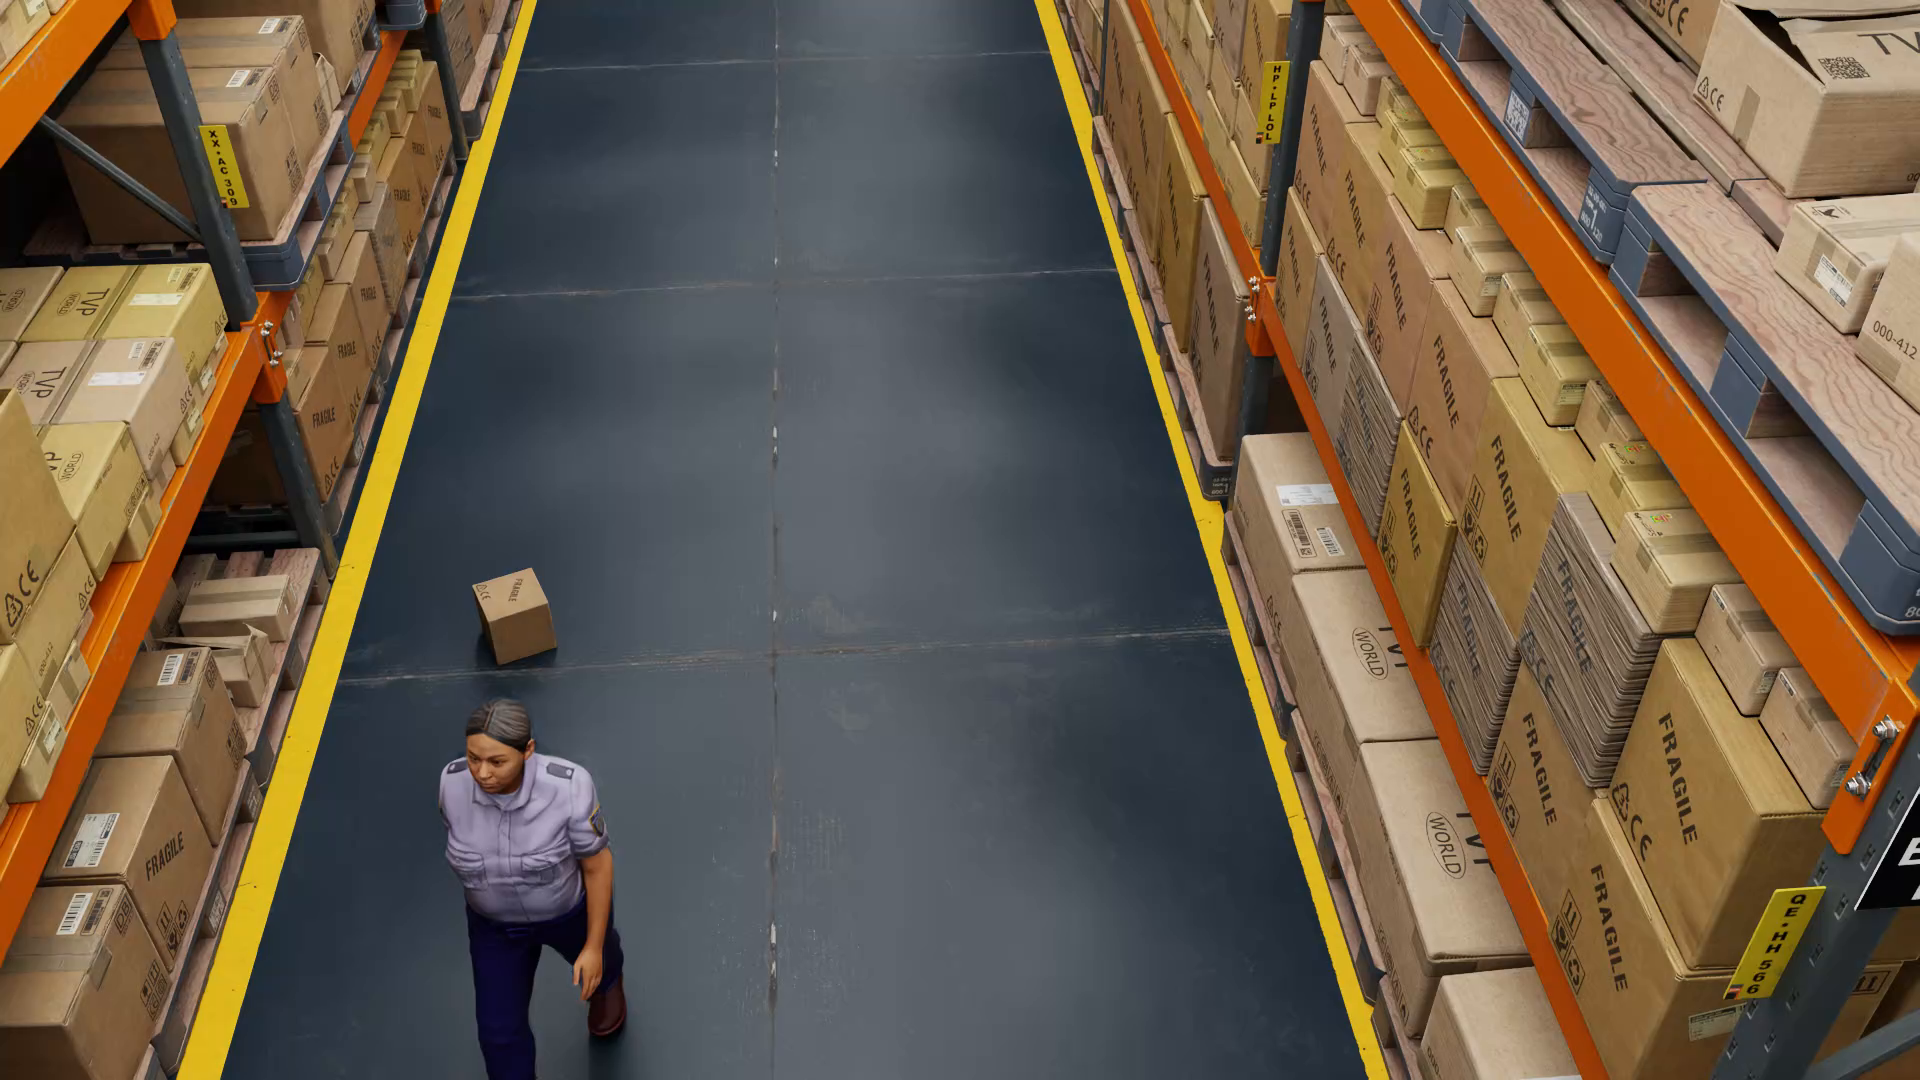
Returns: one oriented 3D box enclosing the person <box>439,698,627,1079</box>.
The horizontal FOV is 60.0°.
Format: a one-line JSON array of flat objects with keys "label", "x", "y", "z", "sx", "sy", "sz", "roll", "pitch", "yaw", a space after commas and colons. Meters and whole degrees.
[{"label": "person", "x": -1.216, "y": 1.125, "z": 4.779, "sx": 0.490, "sy": 1.612, "sz": 0.922, "roll": -1, "pitch": 39, "yaw": -1}]
